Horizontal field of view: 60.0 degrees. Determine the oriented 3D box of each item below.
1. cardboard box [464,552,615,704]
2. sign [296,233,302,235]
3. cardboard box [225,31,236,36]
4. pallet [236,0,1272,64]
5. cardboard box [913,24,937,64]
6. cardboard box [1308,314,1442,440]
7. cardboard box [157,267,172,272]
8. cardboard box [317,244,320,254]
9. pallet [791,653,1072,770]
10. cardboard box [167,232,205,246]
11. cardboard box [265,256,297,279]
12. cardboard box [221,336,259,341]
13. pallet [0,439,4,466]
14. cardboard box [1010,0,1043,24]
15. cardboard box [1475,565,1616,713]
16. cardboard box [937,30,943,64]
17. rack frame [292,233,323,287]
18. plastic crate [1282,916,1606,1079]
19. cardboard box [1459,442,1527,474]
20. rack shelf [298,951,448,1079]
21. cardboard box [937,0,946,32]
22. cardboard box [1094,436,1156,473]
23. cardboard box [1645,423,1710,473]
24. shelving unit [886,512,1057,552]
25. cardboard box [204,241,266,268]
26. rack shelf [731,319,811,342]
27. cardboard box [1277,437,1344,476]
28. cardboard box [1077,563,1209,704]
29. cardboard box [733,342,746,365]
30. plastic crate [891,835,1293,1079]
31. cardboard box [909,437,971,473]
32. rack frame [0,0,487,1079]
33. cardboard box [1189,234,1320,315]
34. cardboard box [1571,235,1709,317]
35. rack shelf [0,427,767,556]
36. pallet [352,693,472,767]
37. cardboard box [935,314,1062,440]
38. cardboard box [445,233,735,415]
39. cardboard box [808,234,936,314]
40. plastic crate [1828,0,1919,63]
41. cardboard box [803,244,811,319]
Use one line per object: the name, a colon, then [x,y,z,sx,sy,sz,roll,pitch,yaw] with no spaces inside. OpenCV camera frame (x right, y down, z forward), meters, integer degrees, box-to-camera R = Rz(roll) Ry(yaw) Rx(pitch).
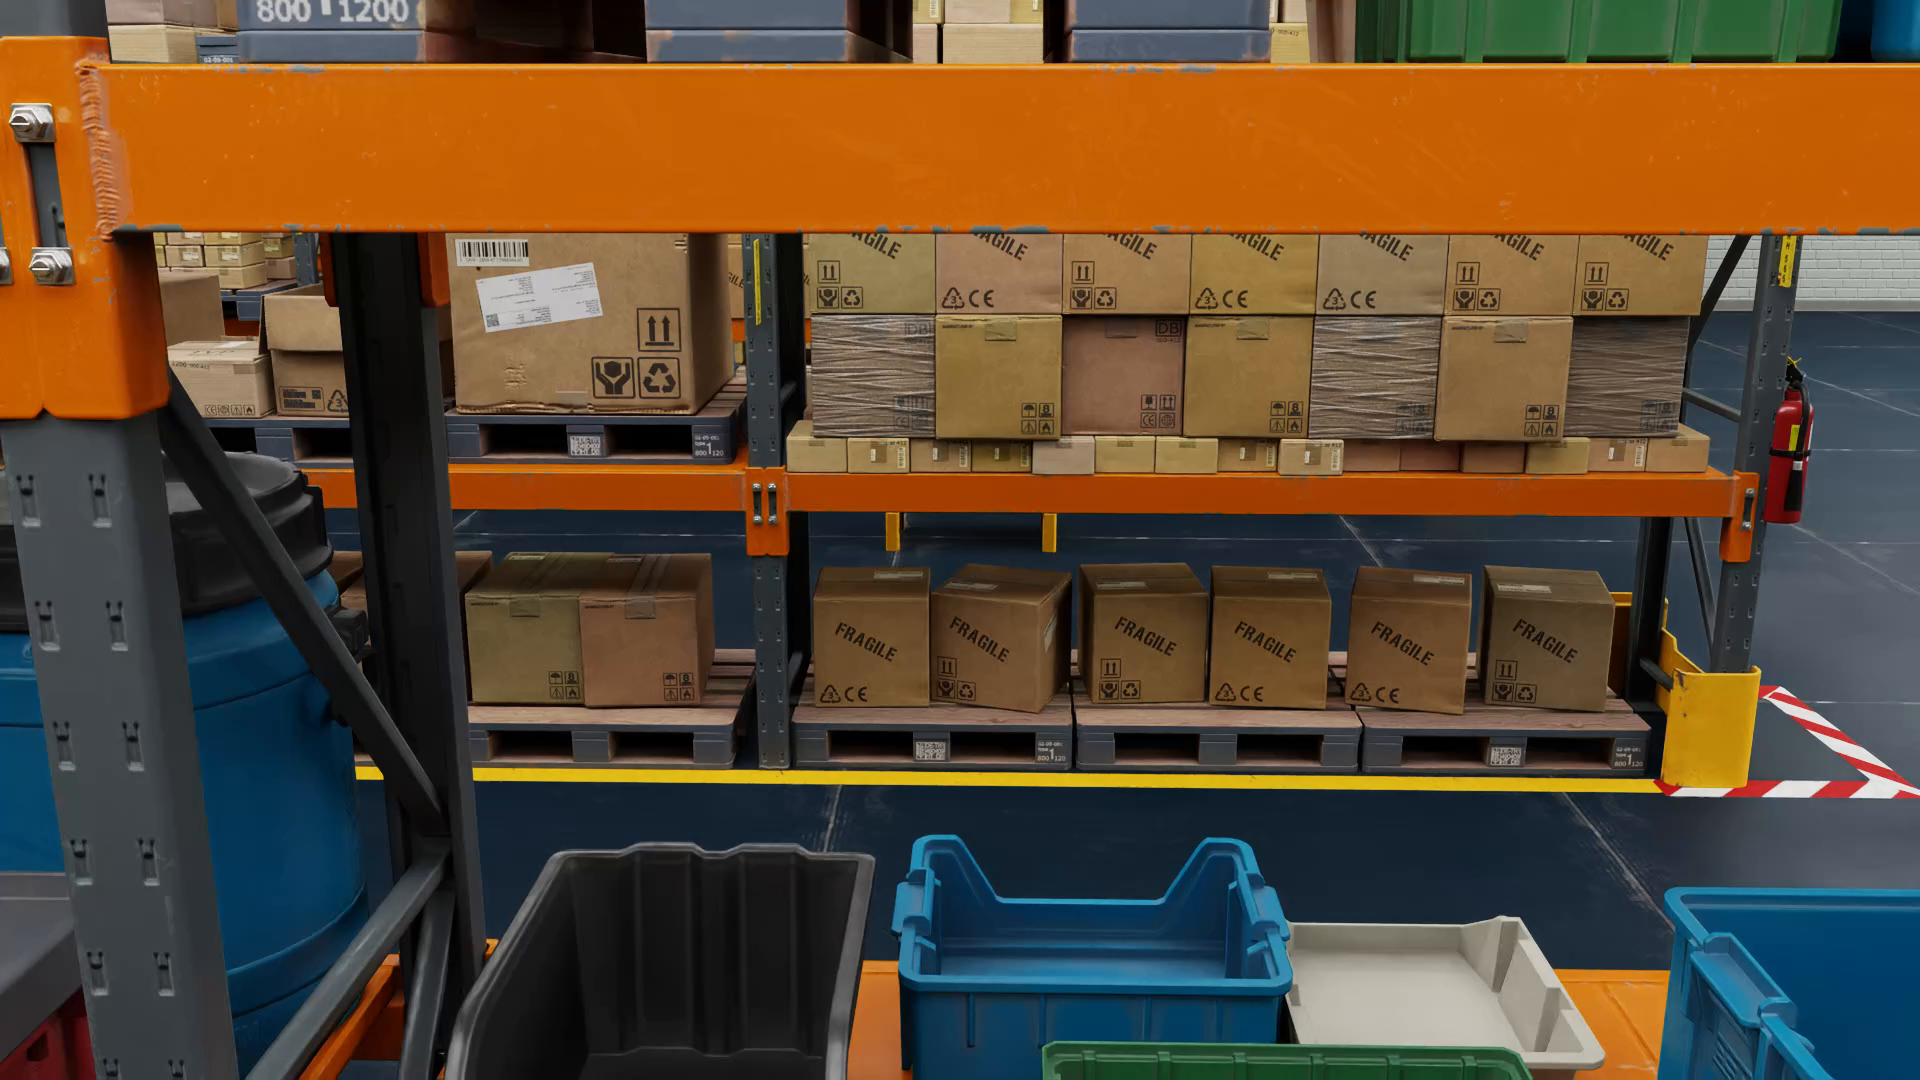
cardboard box: [-1.873,0.386,7.533,0.500,0.500,0.700,0,15,1]
sign: [-4.559,-2.266,11.433,0.005,0.325,0.100,0,15,1]
cardboard box: [-3.302,-2.052,7.151,0.500,0.250,0.500,1,15,3]
pallet: [-0.186,-0.708,2.135,1.003,0.211,1.213,0,15,1]
cardboard box: [-0.340,-1.902,6.582,0.500,0.250,0.500,0,15,-1]
cardboard box: [1.665,-0.756,7.045,0.500,0.500,0.875,0,15,1]
cardboard box: [-5.564,-1.854,11.655,0.250,0.149,0.380,1,15,2]
cardboard box: [-6.566,-3.013,16.673,0.500,0.250,0.500,0,15,1]
pallet: [-0.111,0.752,7.578,1.213,0.211,1.003,0,15,1]
cardboard box: [-5.307,-2.140,11.575,0.250,0.149,0.380,0,15,1]
cardboard box: [-4.996,-2.018,12.280,0.250,0.149,0.380,0,15,1]
cardboard box: [-3.108,-0.814,7.487,0.258,0.266,0.396,0,15,0]
pallet: [-4.067,-0.548,7.413,1.003,0.211,1.213,0,15,1]
cardboard box: [0.319,-2.100,6.552,0.250,0.149,0.380,1,15,3]
cardboard box: [2.592,0.431,7.403,0.500,0.500,0.500,3,15,12]
cardboard box: [-0.321,-2.034,7.082,0.500,0.250,0.500,1,15,4]
rack frame: [-4.554,-1.882,12.095,0.127,3.000,1.000,0,15,1]
plastic crate: [0.720,0.744,2.655,0.437,0.136,0.530,0,15,1]
cardboard box: [2.175,-0.390,6.929,0.250,0.149,0.380,0,15,1]
rack shelf: [-2.909,1.006,2.558,4.000,0.370,1.077,0,15,1]
cardboard box: [-0.186,-2.209,6.966,0.250,0.149,0.380,1,15,2]
cardboard box: [0.674,-0.391,6.933,0.250,0.149,0.380,0,15,1]
cardboard box: [2.925,-0.394,6.945,0.250,0.149,0.380,0,15,1]
shelving unit: [0.076,-0.725,10.647,1.083,1.500,0.587,0,15,1]
cardboard box: [-5.060,-1.995,11.608,0.250,0.149,0.380,1,15,3]
rack shelf: [-2.555,-1.522,12.137,4.000,0.370,1.077,0,15,1]
cardboard box: [1.423,-0.377,6.881,0.250,0.149,0.380,0,15,1]
cardboard box: [0.811,0.412,7.475,0.500,0.500,0.500,-1,15,-4]
cardboard box: [-2.468,-2.063,17.106,0.625,0.372,0.950,1,15,3]
plastic crate: [0.204,0.681,2.671,0.616,0.251,0.499,0,15,1]
cardboard box: [-0.076,-0.393,6.942,0.250,0.149,0.380,0,15,1]
rack frame: [-0.910,0.670,2.420,0.053,2.616,0.949,0,15,1]
cardboard box: [1.160,-1.193,6.744,0.500,0.500,0.500,0,15,1]
cardboard box: [2.659,-1.182,6.702,0.500,0.500,0.500,0,15,1]
rack shelf: [-2.783,-0.257,7.346,4.000,0.370,1.077,0,15,1]
pallet: [-2.784,0.744,7.605,1.213,0.211,1.003,0,15,1]
cardboard box: [0.164,-0.753,7.036,0.500,0.500,0.875,0,15,1]
cardboard box: [-1.574,-1.126,7.229,1.000,1.000,1.000,0,15,2]
cardboard box: [-0.340,-1.200,6.769,0.500,0.500,0.500,0,15,1]
plastic crate: [1.175,-0.681,1.694,0.575,0.384,0.392,0,15,1]
cardboard box: [-1.084,-1.840,11.738,0.500,0.500,0.500,0,15,1]
